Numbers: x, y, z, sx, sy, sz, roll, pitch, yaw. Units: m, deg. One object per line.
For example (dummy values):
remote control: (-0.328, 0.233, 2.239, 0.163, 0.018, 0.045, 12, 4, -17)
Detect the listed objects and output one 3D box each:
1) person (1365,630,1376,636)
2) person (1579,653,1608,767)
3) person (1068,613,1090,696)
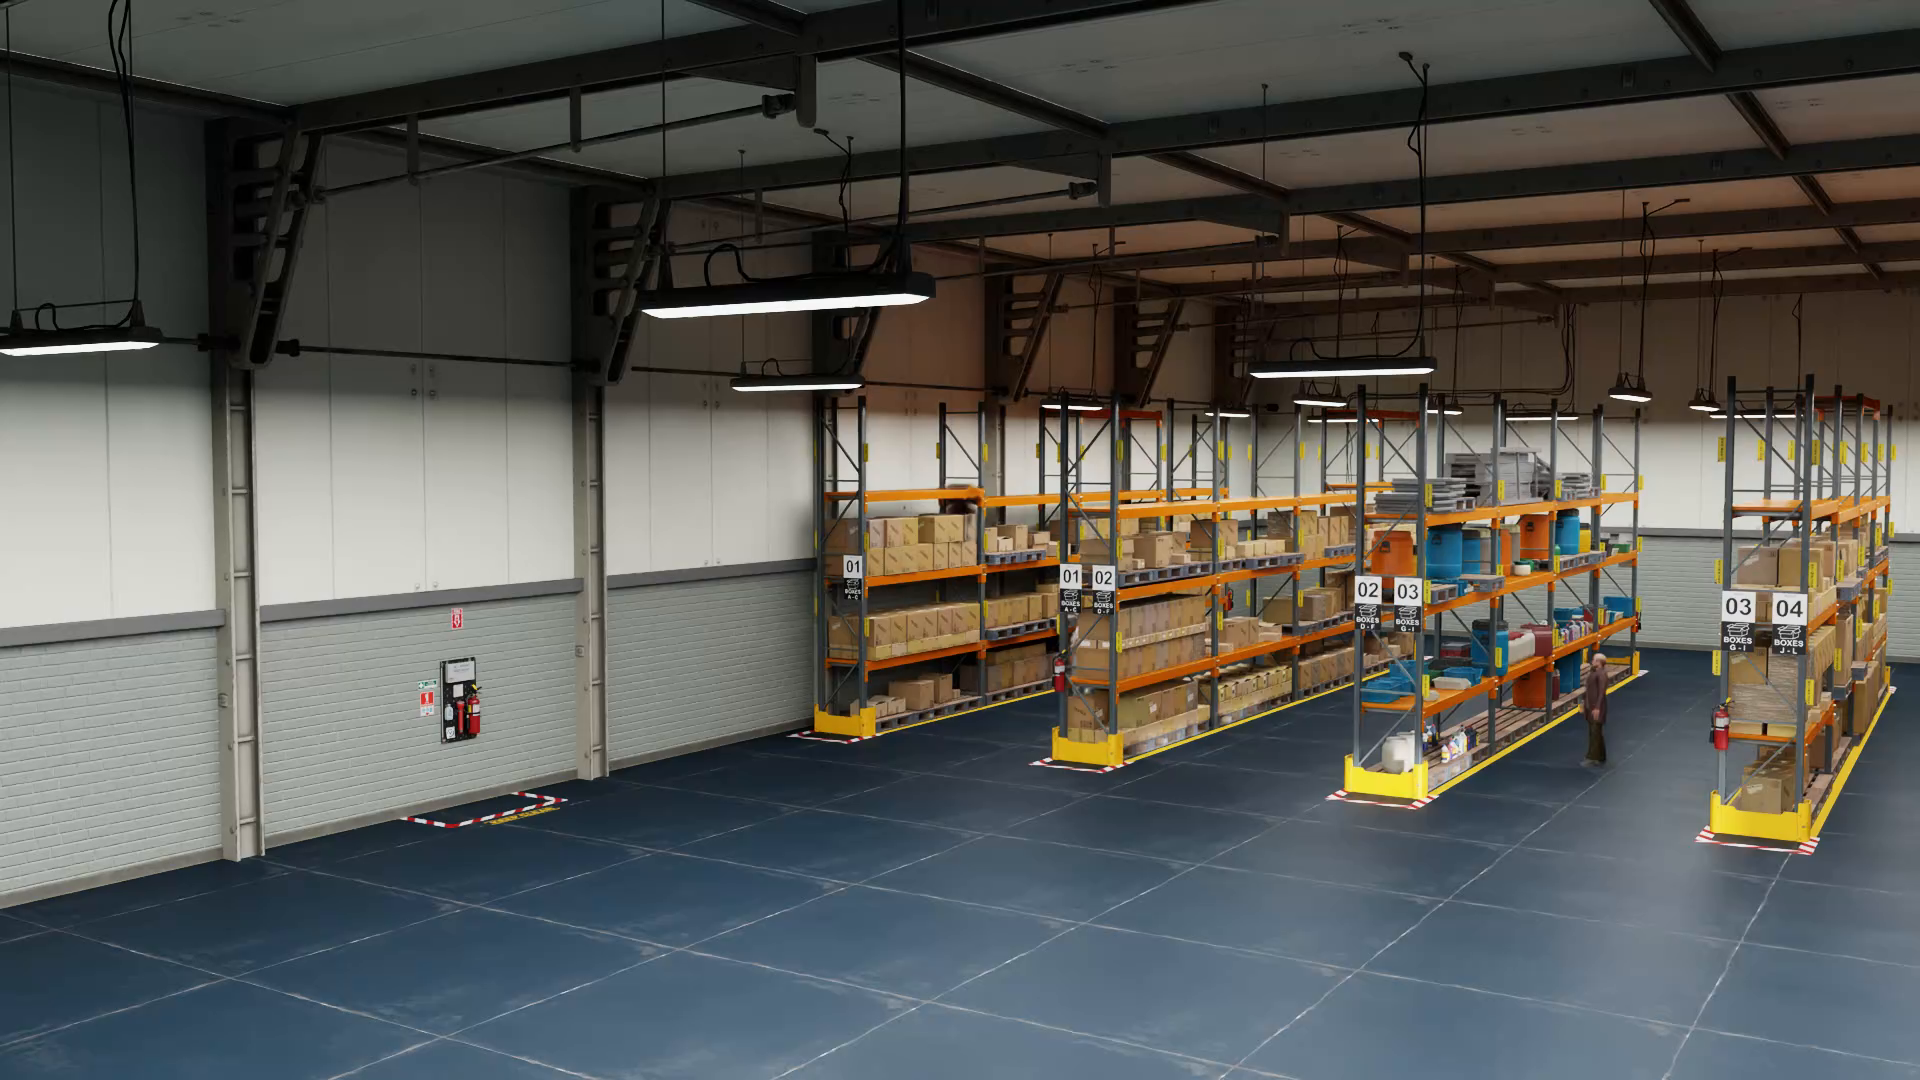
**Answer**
person: (10.474, 1.960, 42.595, 0.495, 1.643, 0.461, 0, 3, 9)
person: (10.154, 2.721, 26.700, 0.601, 1.806, 0.606, 0, 3, -9)
person: (2.450, 2.349, 33.761, 0.427, 1.764, 0.559, 2, 4, 35)
